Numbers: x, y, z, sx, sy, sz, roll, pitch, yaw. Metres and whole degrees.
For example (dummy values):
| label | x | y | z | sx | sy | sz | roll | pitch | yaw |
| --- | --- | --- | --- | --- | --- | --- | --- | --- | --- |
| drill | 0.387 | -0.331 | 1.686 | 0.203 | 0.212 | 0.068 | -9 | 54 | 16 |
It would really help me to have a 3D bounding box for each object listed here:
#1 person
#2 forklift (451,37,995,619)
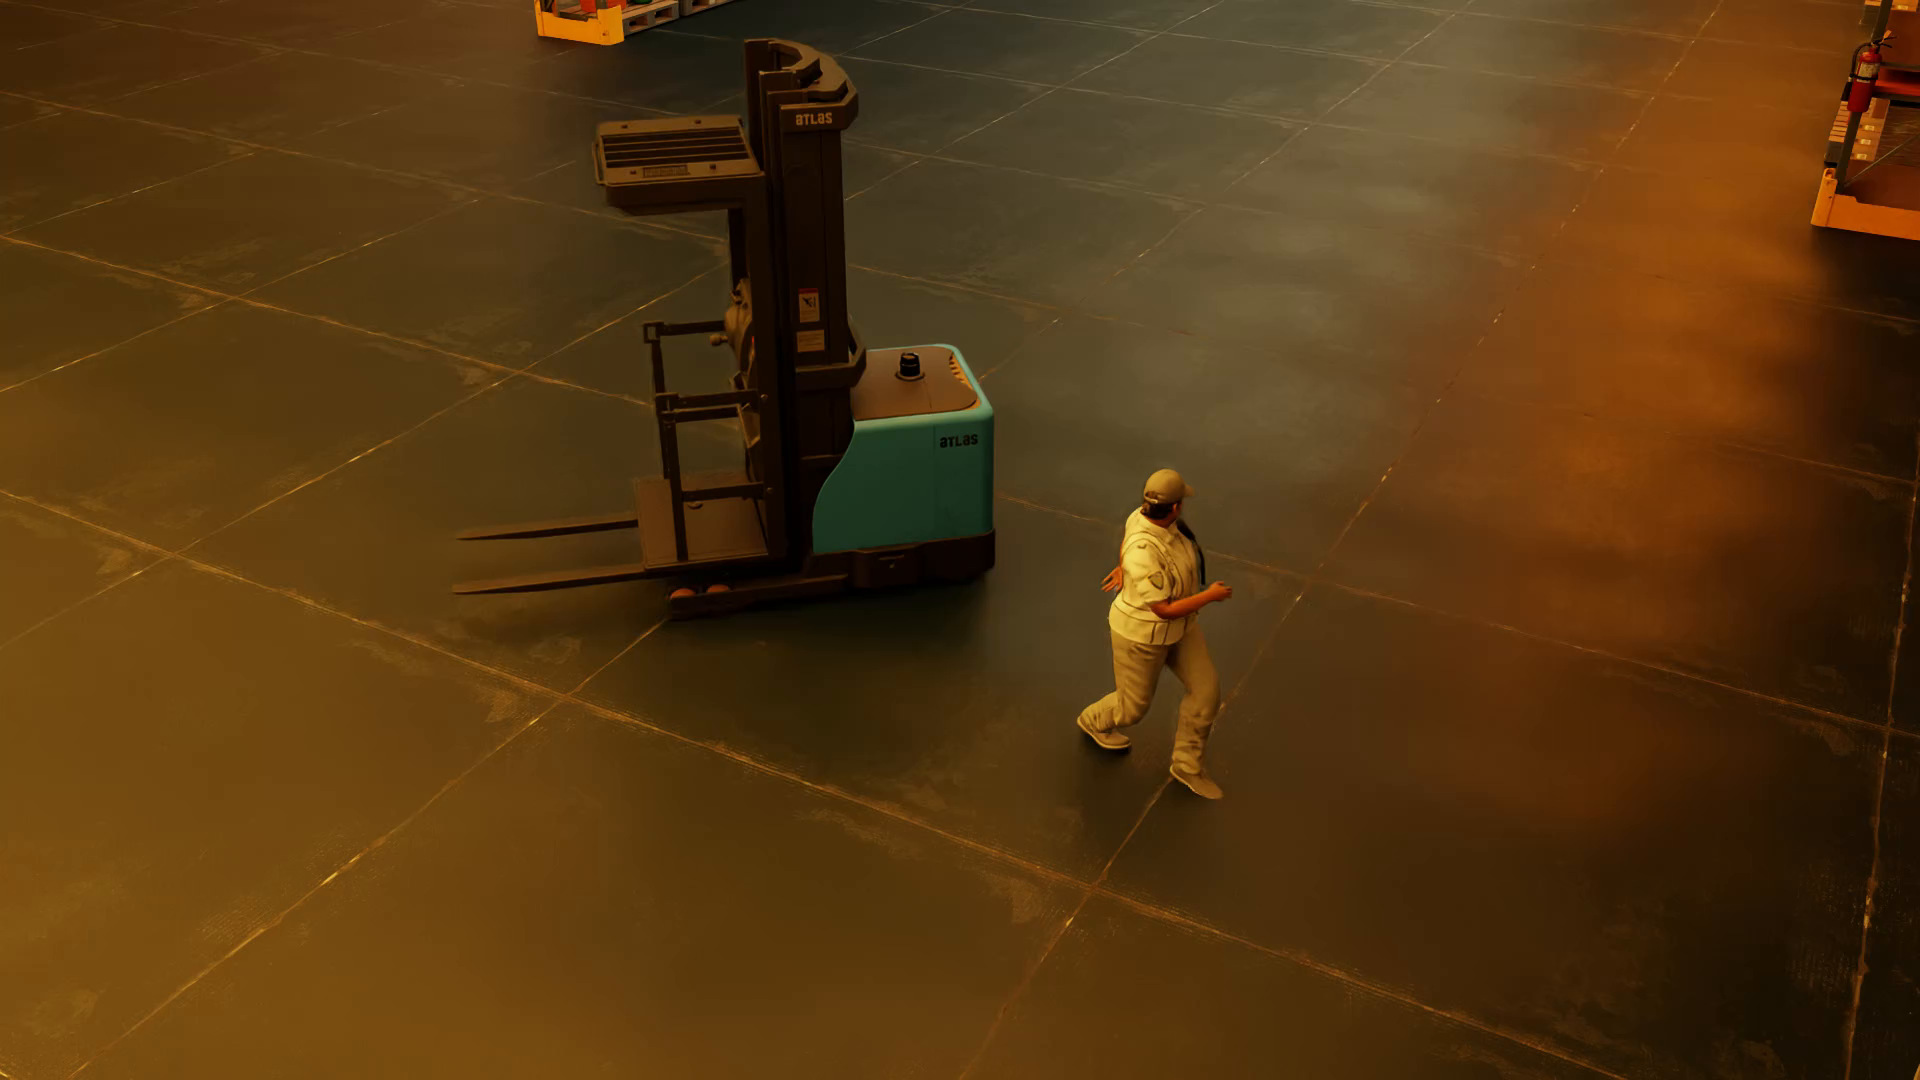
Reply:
| label | x | y | z | sx | sy | sz | roll | pitch | yaw |
| --- | --- | --- | --- | --- | --- | --- | --- | --- | --- |
| person | 0.918 | 0.409 | 7.758 | 0.888 | 1.603 | 0.504 | 24 | 38 | 35 |
| forklift | -1.370 | -1.121 | 9.014 | 3.031 | 2.935 | 1.130 | -7 | 31 | -11 |
